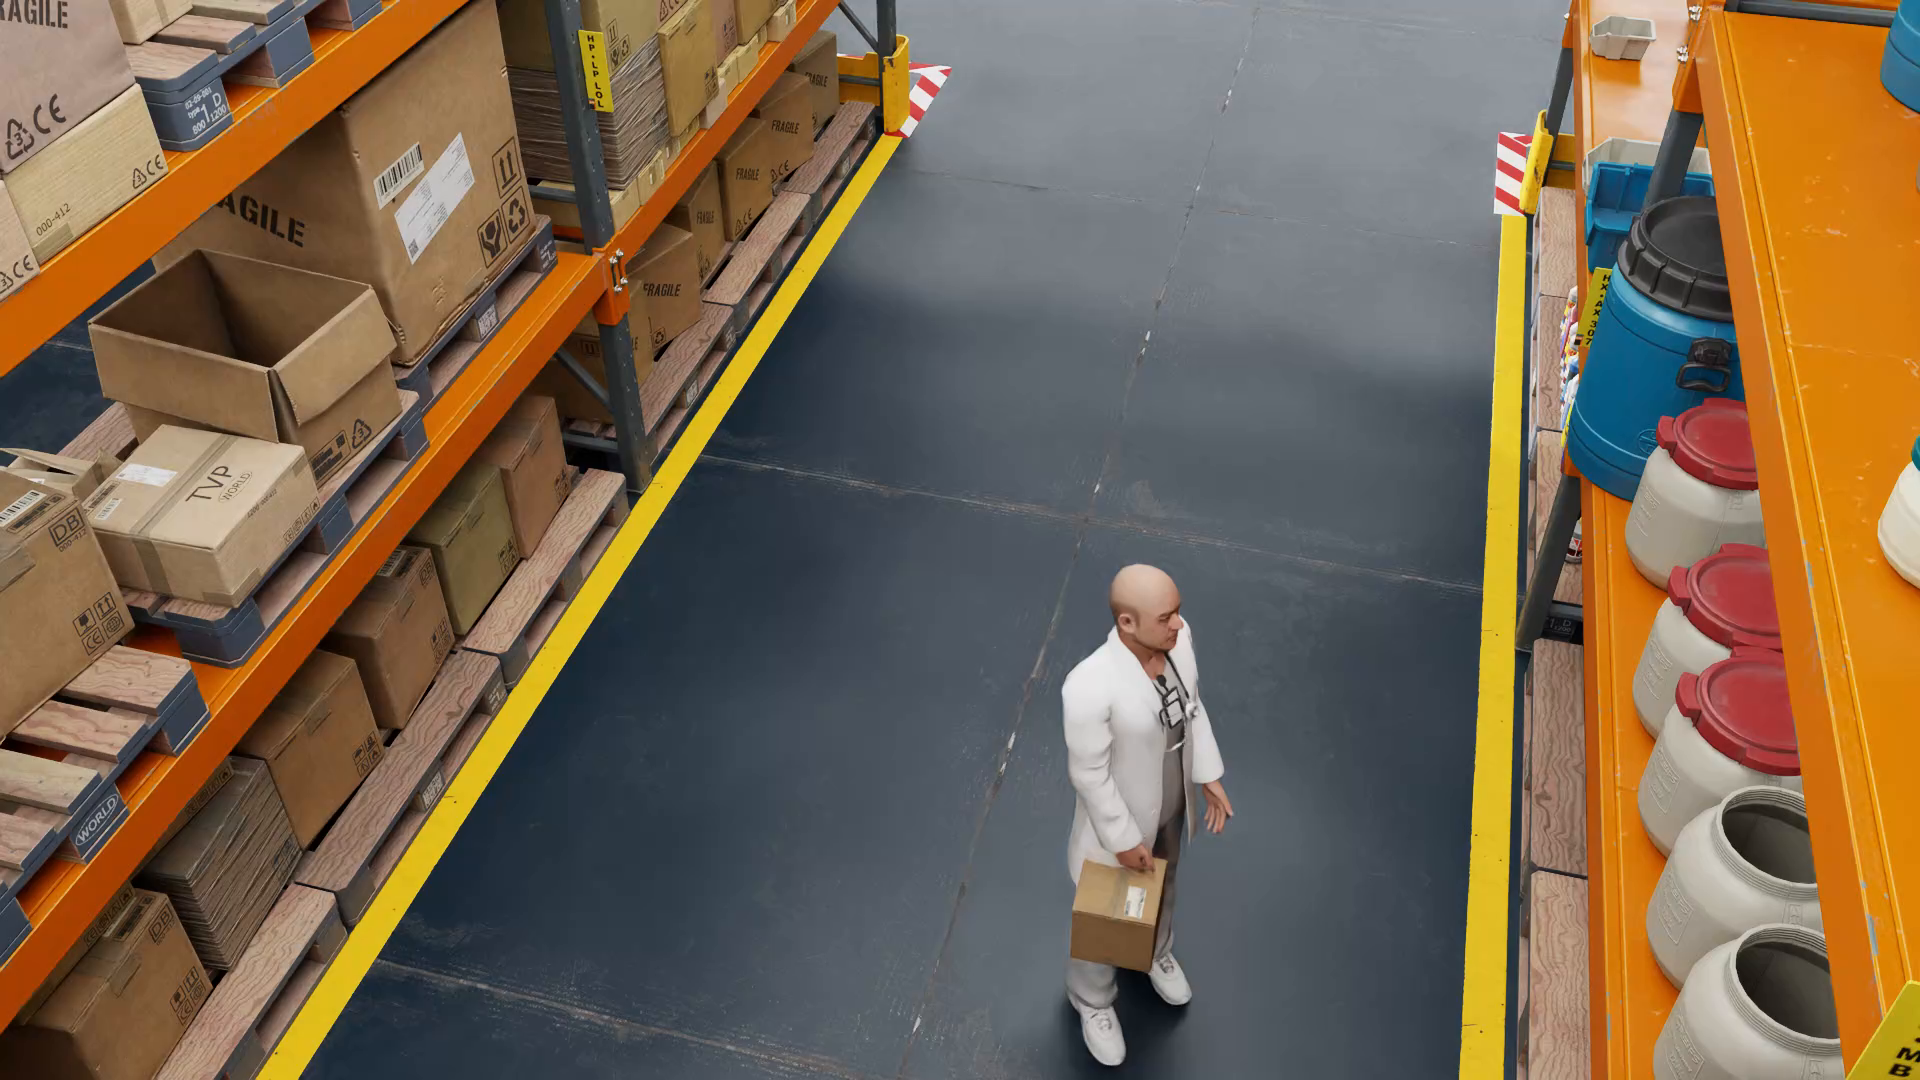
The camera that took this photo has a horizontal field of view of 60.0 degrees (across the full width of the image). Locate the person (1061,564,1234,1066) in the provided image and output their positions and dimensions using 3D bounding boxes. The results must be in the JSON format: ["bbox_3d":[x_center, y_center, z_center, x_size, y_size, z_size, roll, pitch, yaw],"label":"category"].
[{"bbox_3d":[0.566,0.846,5.149,0.451,1.790,0.621,29,48,30],"label":"person"}]
